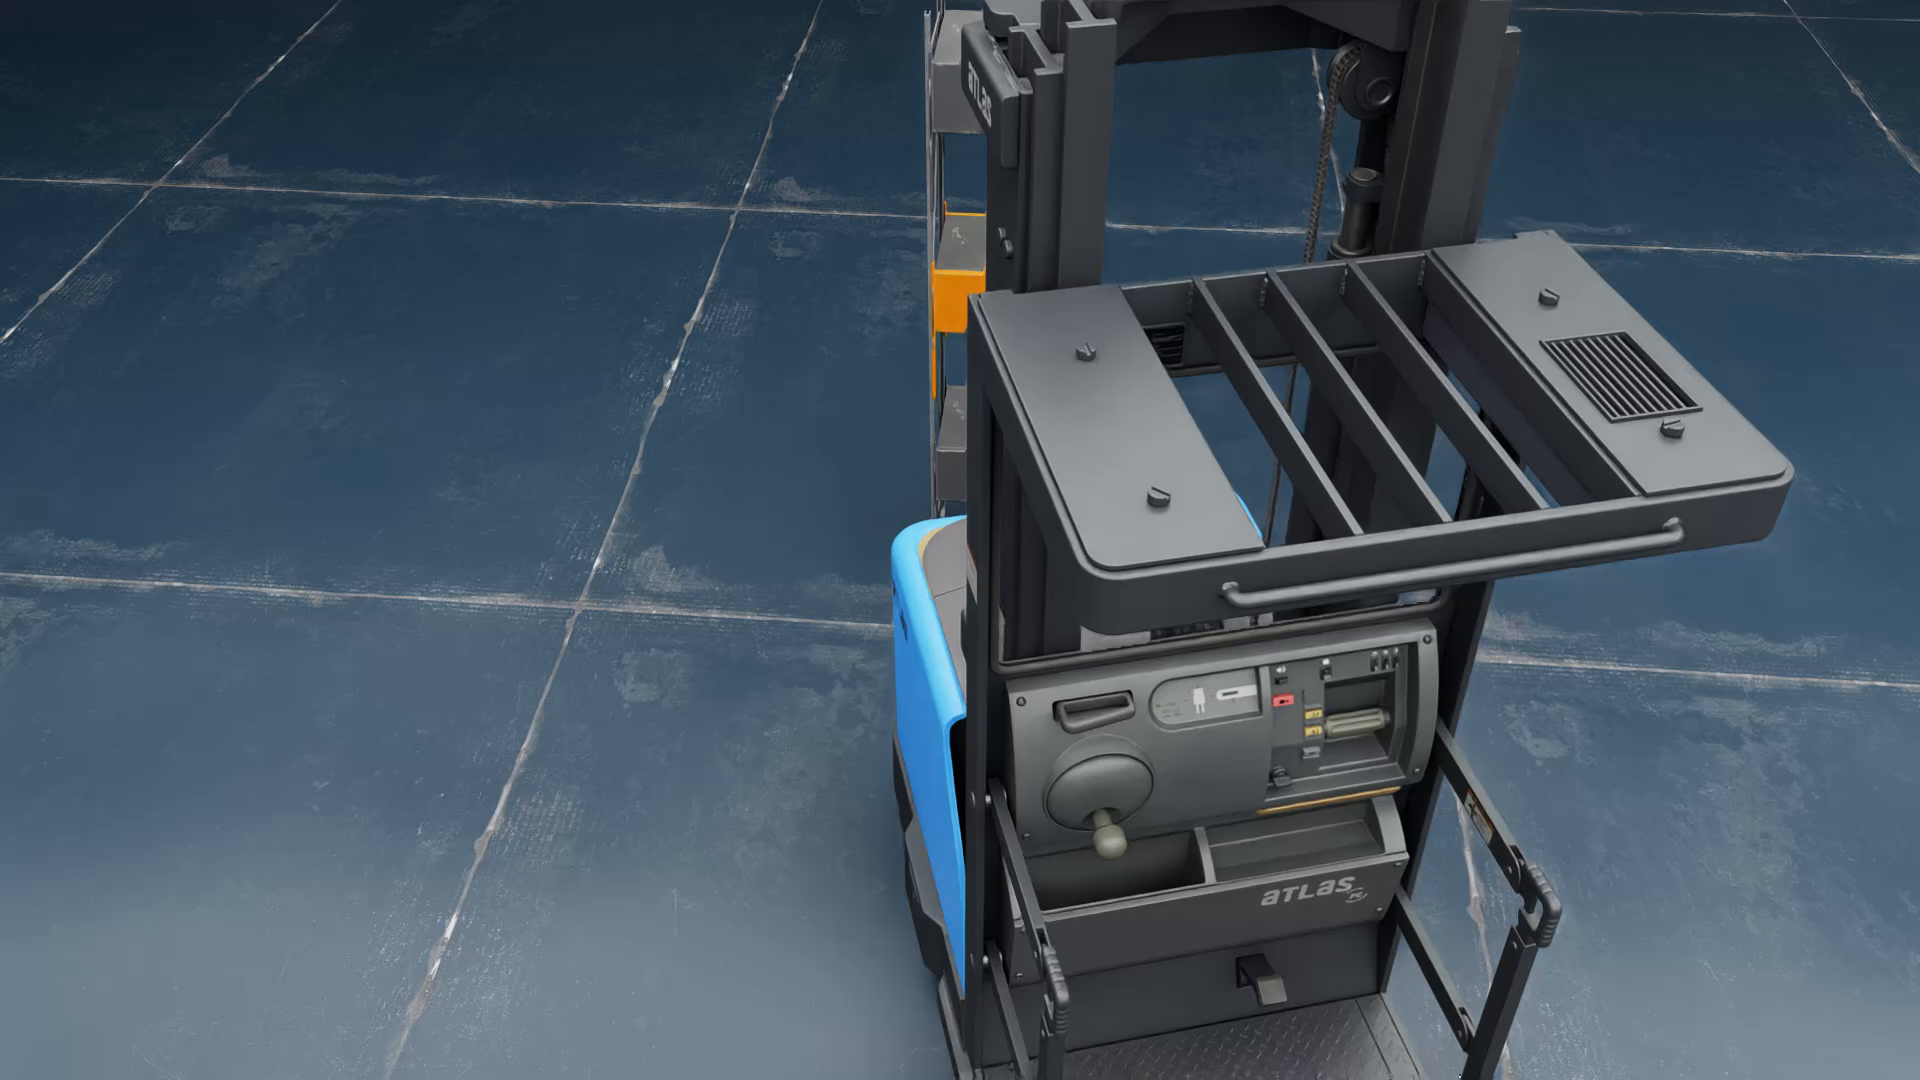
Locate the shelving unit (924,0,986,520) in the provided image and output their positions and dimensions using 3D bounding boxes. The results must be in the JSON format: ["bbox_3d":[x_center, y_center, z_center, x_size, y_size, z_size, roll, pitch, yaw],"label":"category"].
[{"bbox_3d":[0.165,-0.805,5.576,0.503,2.100,0.431,3,39,4],"label":"shelving unit"}]

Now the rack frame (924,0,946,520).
[{"bbox_3d":[-0.078,-0.819,5.592,0.015,2.100,0.400,3,39,4],"label":"rack frame"}]

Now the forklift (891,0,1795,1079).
[{"bbox_3d":[0.606,0.495,3.320,1.130,2.935,3.031,-8,40,-9],"label":"forklift"}]

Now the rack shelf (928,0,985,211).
[{"bbox_3d":[0.165,-1.338,5.143,0.480,0.518,0.431,3,39,4],"label":"rack shelf"}]

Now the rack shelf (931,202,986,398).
[{"bbox_3d":[0.165,-0.795,5.585,0.480,0.518,0.431,3,39,4],"label":"rack shelf"}]

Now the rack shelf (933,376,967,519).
[{"bbox_3d":[0.165,-0.252,6.027,0.480,0.518,0.431,3,39,4],"label":"rack shelf"}]
